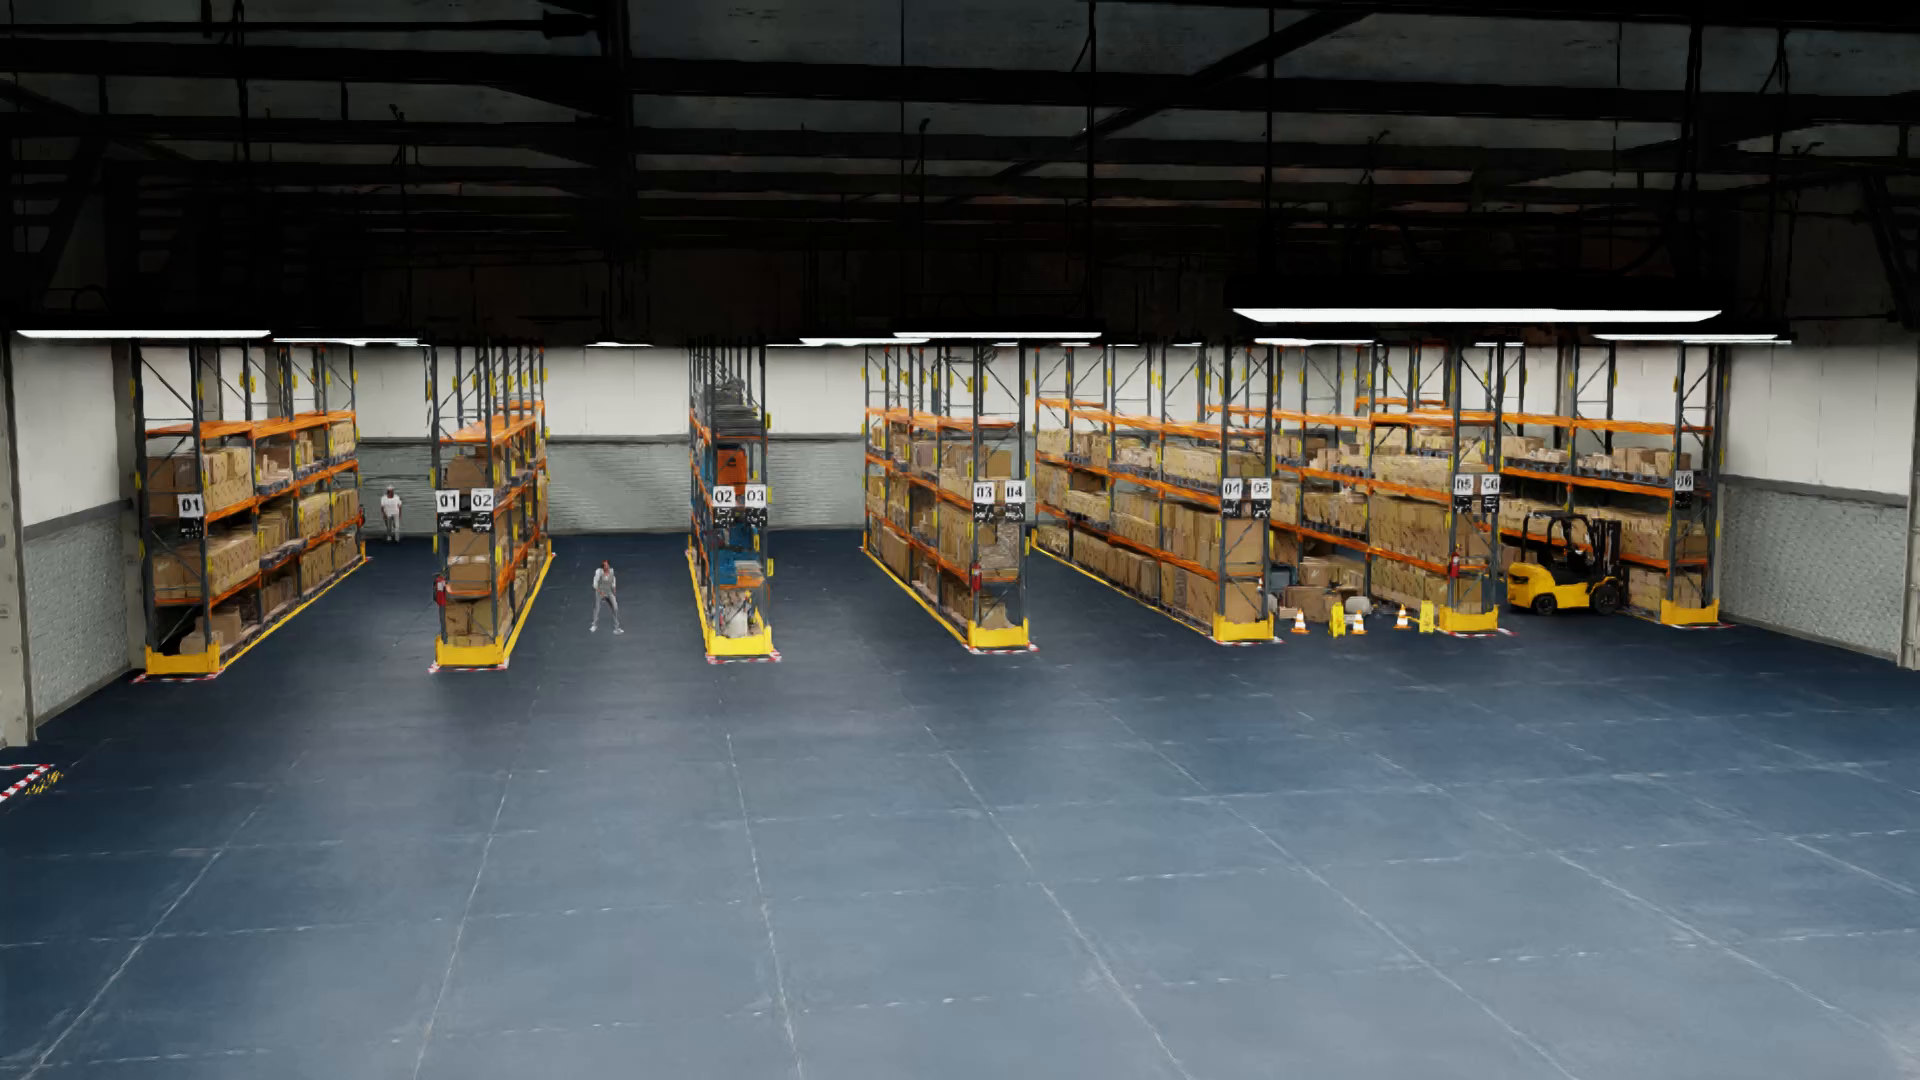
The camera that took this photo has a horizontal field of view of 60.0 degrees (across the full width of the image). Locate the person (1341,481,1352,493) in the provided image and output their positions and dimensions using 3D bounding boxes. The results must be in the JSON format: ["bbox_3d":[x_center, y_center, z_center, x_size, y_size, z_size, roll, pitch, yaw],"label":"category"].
[{"bbox_3d":[12.044,-1.062,51.603,0.535,1.783,0.641,-5,8,-35],"label":"person"}]

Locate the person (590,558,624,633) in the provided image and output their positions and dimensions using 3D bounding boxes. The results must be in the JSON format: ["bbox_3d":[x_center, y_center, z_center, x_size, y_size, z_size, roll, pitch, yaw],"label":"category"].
[{"bbox_3d":[-7.182,1.104,33.636,0.562,1.527,0.782,-3,7,-28],"label":"person"}]

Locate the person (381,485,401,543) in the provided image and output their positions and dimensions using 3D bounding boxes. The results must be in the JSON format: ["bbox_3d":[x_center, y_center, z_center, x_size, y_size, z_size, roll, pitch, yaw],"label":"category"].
[{"bbox_3d":[-16.850,-0.775,49.257,0.571,1.708,1.033,-2,7,-18],"label":"person"}]
